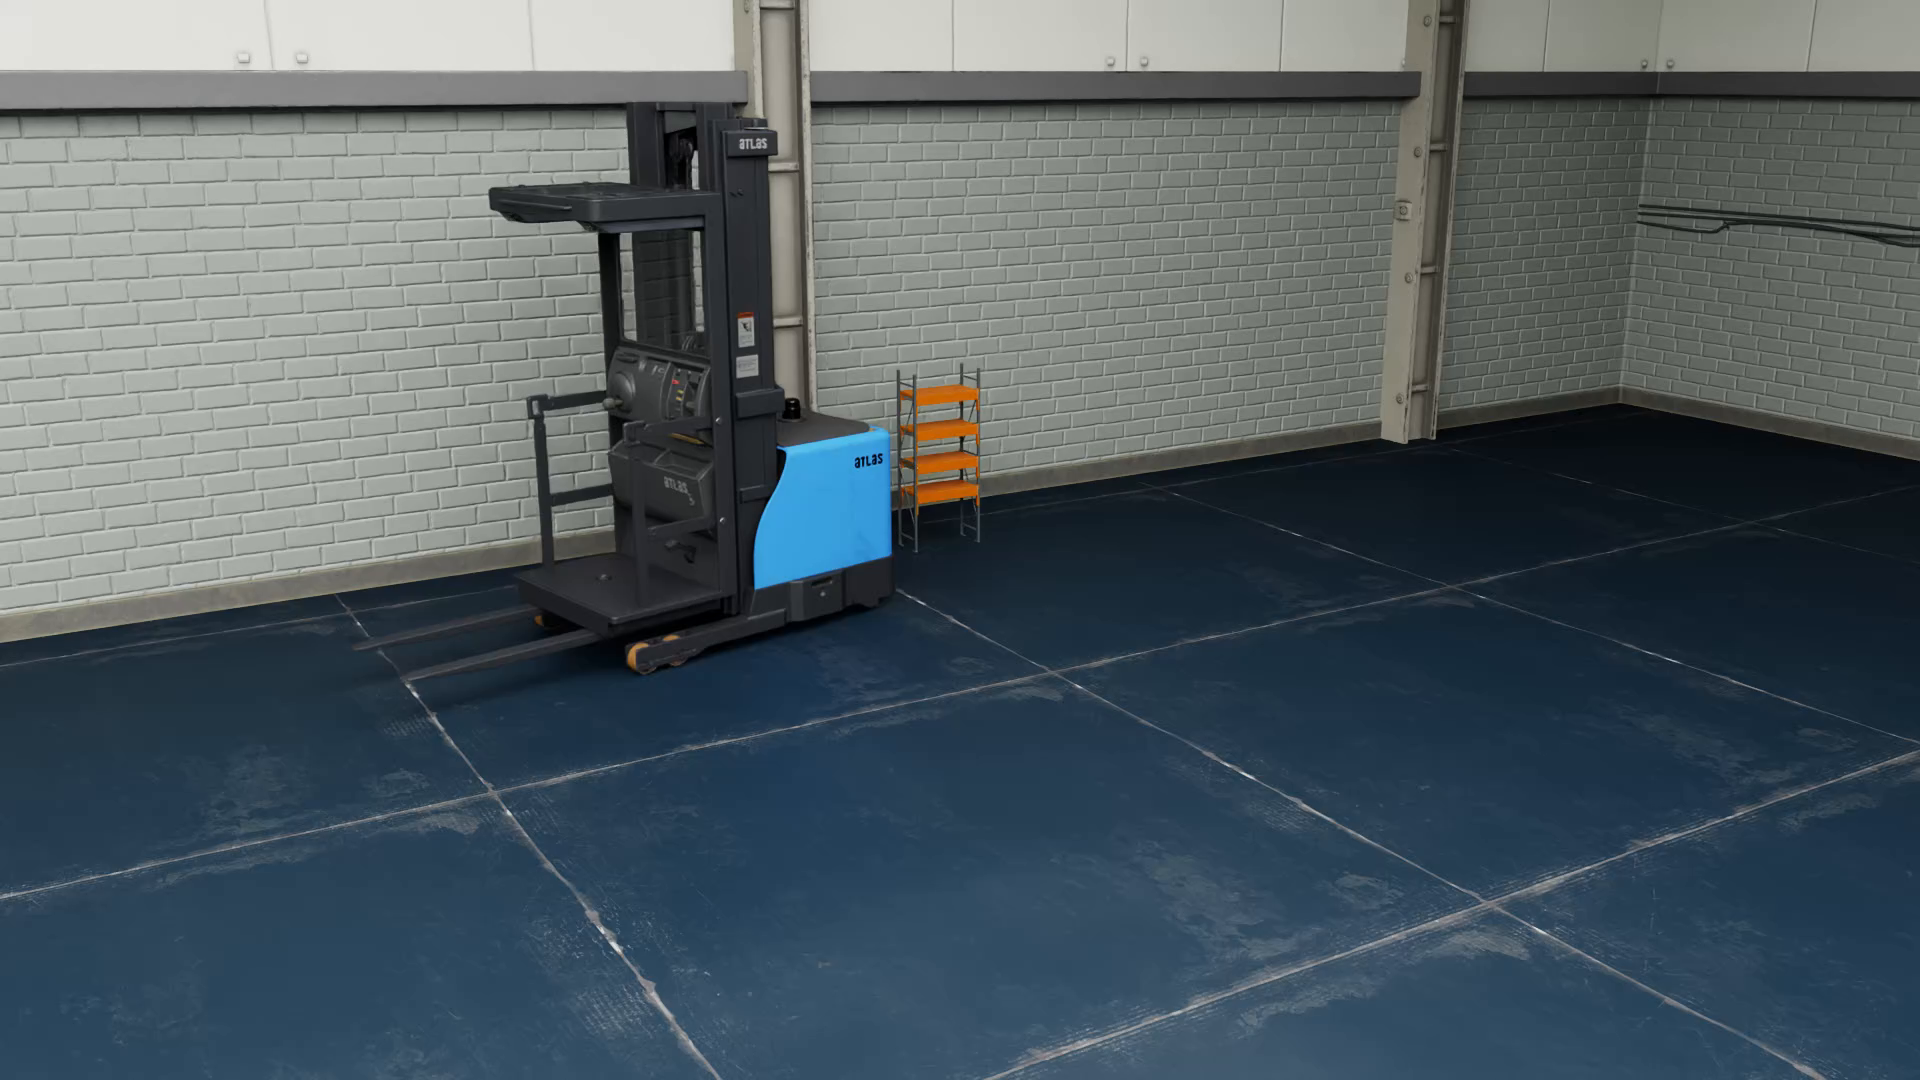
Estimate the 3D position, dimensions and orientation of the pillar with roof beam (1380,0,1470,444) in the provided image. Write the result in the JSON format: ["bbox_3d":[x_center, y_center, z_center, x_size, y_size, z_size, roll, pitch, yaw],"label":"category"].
[{"bbox_3d":[6.143,-4.232,9.834,0.400,9.000,9.100,-9,18,-30],"label":"pillar with roof beam"}]

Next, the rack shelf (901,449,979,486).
[{"bbox_3d":[-0.142,-0.490,11.184,0.480,0.148,0.258,-9,18,-30],"label":"rack shelf"}]

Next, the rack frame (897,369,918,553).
[{"bbox_3d":[-0.351,-0.521,11.045,0.015,1.200,0.240,-9,18,-30],"label":"rack frame"}]

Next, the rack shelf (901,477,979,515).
[{"bbox_3d":[-0.142,-0.299,11.238,0.480,0.148,0.258,-9,18,-30],"label":"rack shelf"}]

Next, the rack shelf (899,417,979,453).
[{"bbox_3d":[-0.142,-0.705,11.124,0.480,0.148,0.258,-9,18,-30],"label":"rack shelf"}]

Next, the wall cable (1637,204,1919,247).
[{"bbox_3d":[7.132,-3.836,14.175,0.112,2.526,3.097,-9,18,-30],"label":"wall cable"}]

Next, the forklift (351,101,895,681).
[{"bbox_3d":[-1.817,-0.854,9.026,3.031,2.935,1.130,-14,21,-41],"label":"forklift"}]

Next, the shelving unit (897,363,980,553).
[{"bbox_3d":[-0.142,-0.555,11.166,0.503,1.200,0.258,-9,18,-30],"label":"shelving unit"}]

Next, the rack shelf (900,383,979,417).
[{"bbox_3d":[-0.142,-0.933,11.060,0.480,0.148,0.258,-9,18,-30],"label":"rack shelf"}]

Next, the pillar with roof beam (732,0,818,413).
[{"bbox_3d":[1.000,-3.398,6.858,0.400,9.000,9.100,-9,18,-30],"label":"pillar with roof beam"}]

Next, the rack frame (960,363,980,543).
[{"bbox_3d":[0.067,-0.589,11.287,0.015,1.200,0.240,-9,18,-30],"label":"rack frame"}]
